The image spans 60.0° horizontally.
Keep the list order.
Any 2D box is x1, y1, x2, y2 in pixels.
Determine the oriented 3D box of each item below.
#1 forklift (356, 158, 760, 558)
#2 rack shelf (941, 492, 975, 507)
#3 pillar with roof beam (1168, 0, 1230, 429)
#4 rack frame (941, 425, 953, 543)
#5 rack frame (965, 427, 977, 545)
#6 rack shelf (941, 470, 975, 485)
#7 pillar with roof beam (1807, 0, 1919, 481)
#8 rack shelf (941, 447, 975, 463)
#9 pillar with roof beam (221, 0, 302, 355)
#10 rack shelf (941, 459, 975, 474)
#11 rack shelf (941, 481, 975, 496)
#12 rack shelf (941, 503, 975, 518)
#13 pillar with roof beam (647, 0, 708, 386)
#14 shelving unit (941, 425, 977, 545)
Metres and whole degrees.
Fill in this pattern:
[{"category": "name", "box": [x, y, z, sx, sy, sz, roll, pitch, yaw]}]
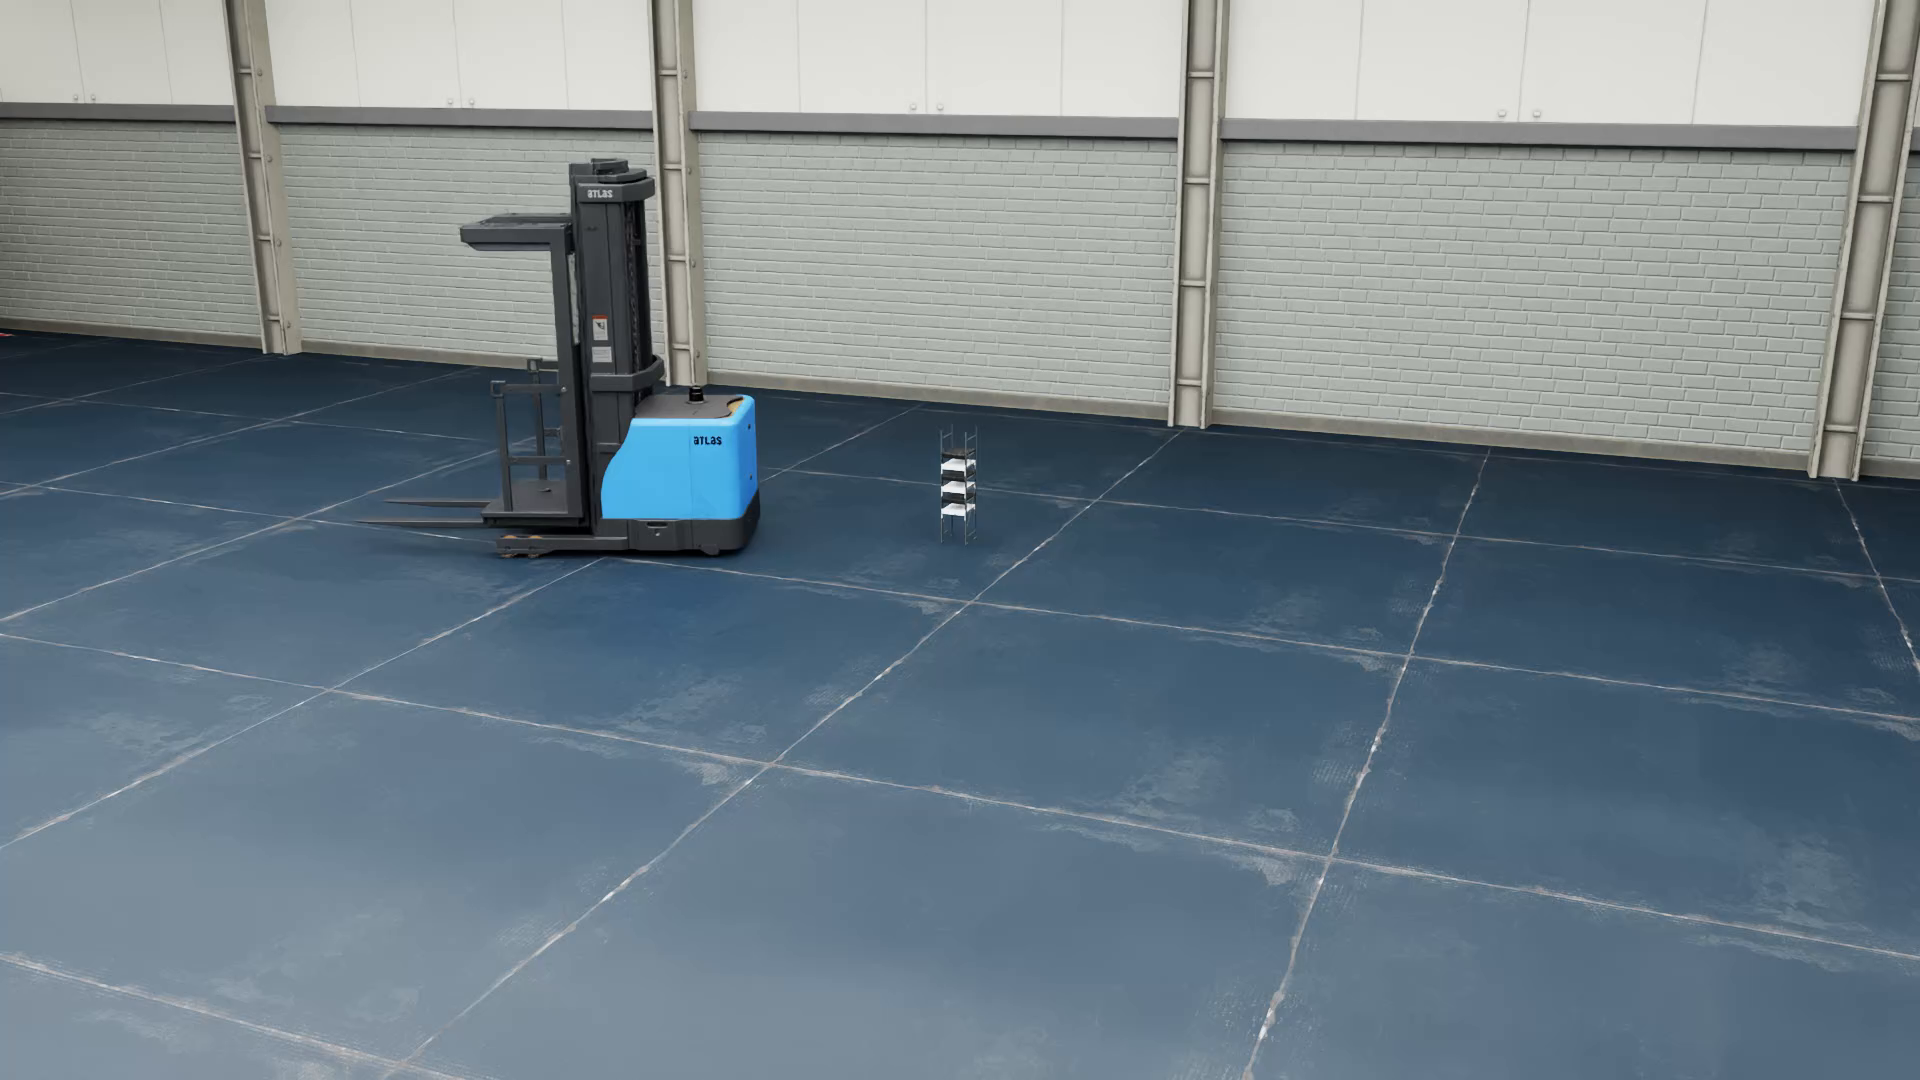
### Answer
[{"category": "forklift", "box": [-3.155, -1.420, 12.808, 3.031, 2.935, 1.130, 0, 16, 1]}, {"category": "rack shelf", "box": [-0.008, -0.315, 13.085, 0.200, 0.077, 0.258, 6, 17, 21]}, {"category": "pillar with roof beam", "box": [0.815, -4.409, 12.220, 0.400, 9.000, 9.100, 6, 17, 21]}, {"category": "rack frame", "box": [-0.102, -0.443, 13.087, 0.006, 0.900, 0.240, 6, 17, 21]}, {"category": "rack frame", "box": [0.087, -0.423, 13.015, 0.006, 0.900, 0.240, 6, 17, 21]}, {"category": "rack shelf", "box": [-0.008, -0.487, 13.035, 0.200, 0.077, 0.258, 6, 17, 21]}, {"category": "pillar with roof beam", "box": [6.397, -3.795, 10.105, 0.400, 9.000, 9.100, 6, 17, 21]}, {"category": "rack shelf", "box": [-0.008, -0.660, 12.985, 0.200, 0.077, 0.258, 6, 17, 21]}, {"category": "pillar with roof beam", "box": [-10.348, -5.636, 16.448, 0.400, 9.000, 9.100, 6, 17, 21]}, {"category": "rack shelf", "box": [-0.008, -0.574, 13.010, 0.200, 0.077, 0.258, 6, 17, 21]}, {"category": "rack shelf", "box": [-0.008, -0.401, 13.060, 0.200, 0.077, 0.258, 6, 17, 21]}, {"category": "rack shelf", "box": [-0.008, -0.228, 13.111, 0.200, 0.077, 0.258, 6, 17, 21]}, {"category": "pillar with roof beam", "box": [-4.766, -5.023, 14.334, 0.400, 9.000, 9.100, 6, 17, 21]}, {"category": "shelving unit", "box": [-0.008, -0.433, 13.051, 0.210, 0.900, 0.258, 6, 17, 21]}]
